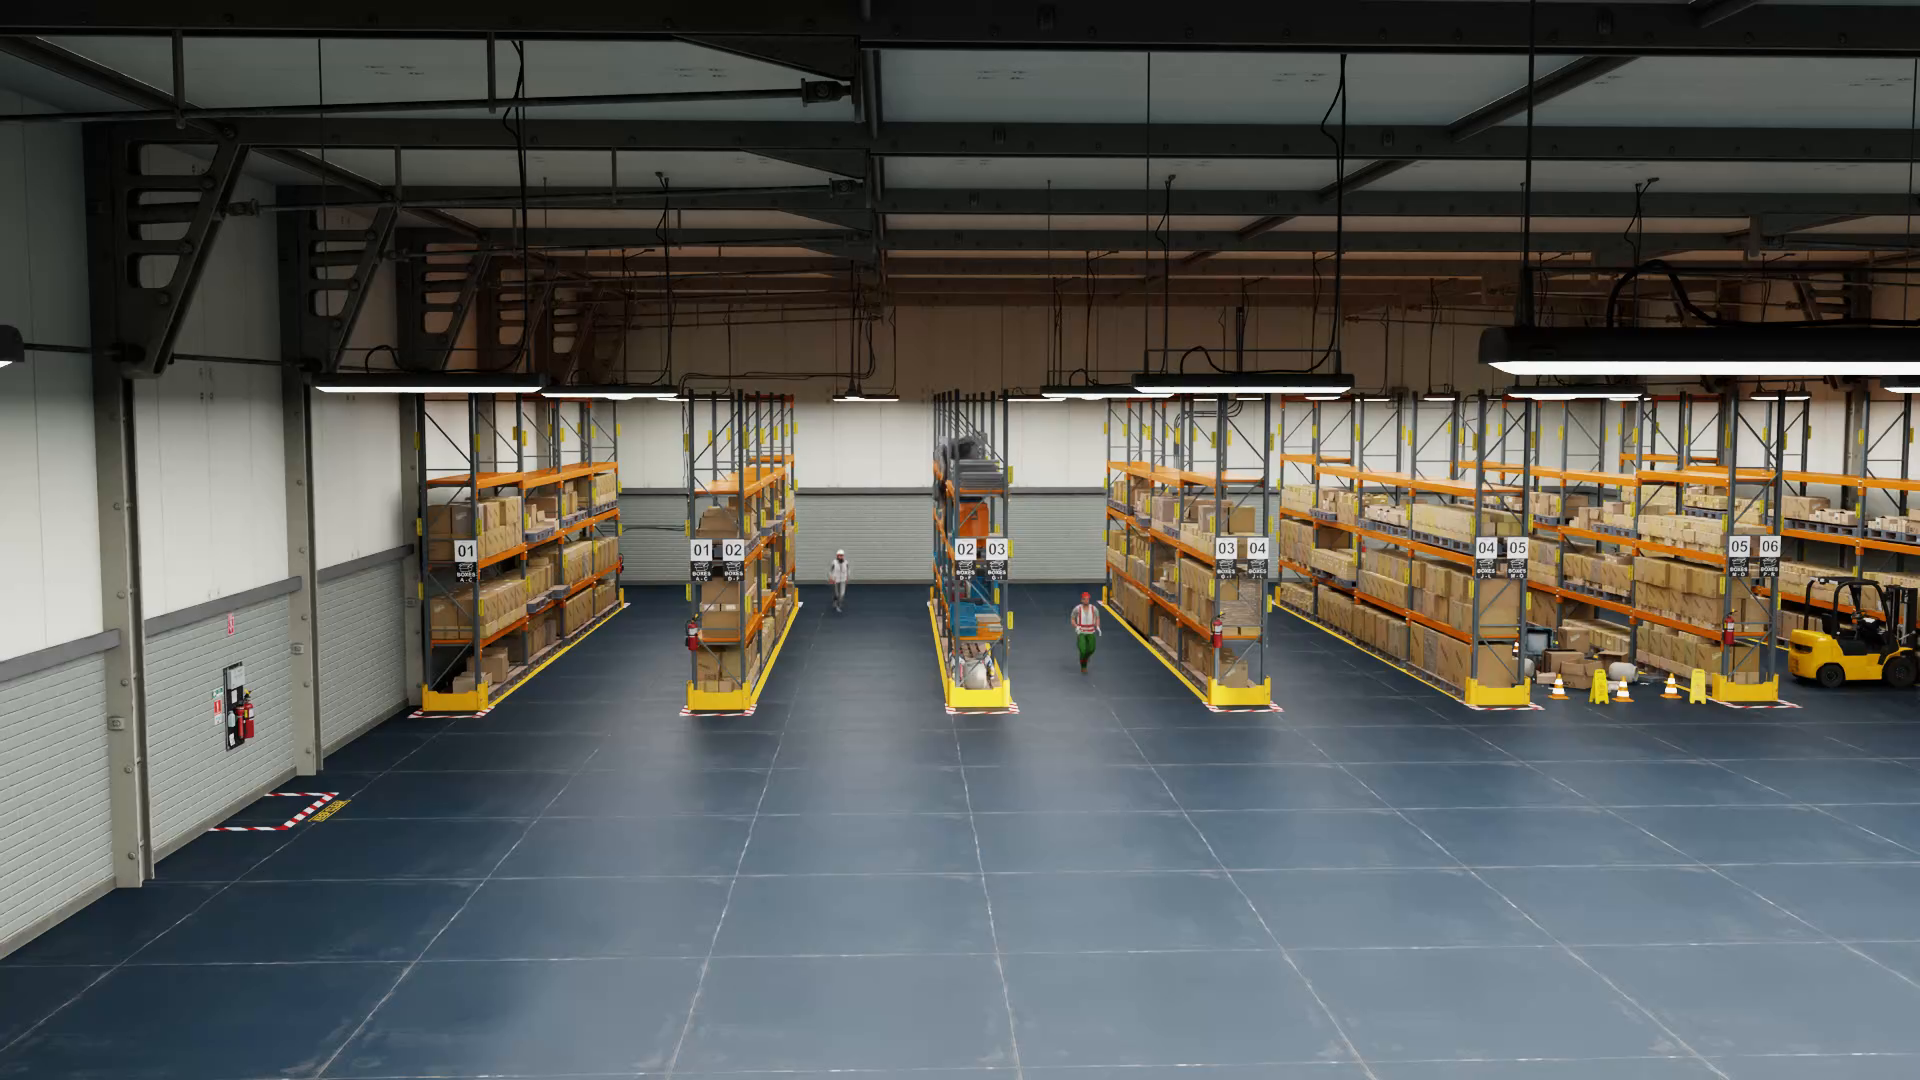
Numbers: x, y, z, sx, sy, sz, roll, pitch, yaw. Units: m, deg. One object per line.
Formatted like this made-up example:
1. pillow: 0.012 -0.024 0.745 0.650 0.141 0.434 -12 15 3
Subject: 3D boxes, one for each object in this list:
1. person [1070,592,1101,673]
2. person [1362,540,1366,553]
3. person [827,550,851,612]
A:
1. person: 2.678 1.972 35.465 0.644 1.726 0.626 -1 5 -10
2. person: 11.810 0.850 48.782 1.041 1.709 0.638 -1 5 -8
3. person: -3.365 1.122 46.100 0.671 1.725 0.706 -2 5 -22
